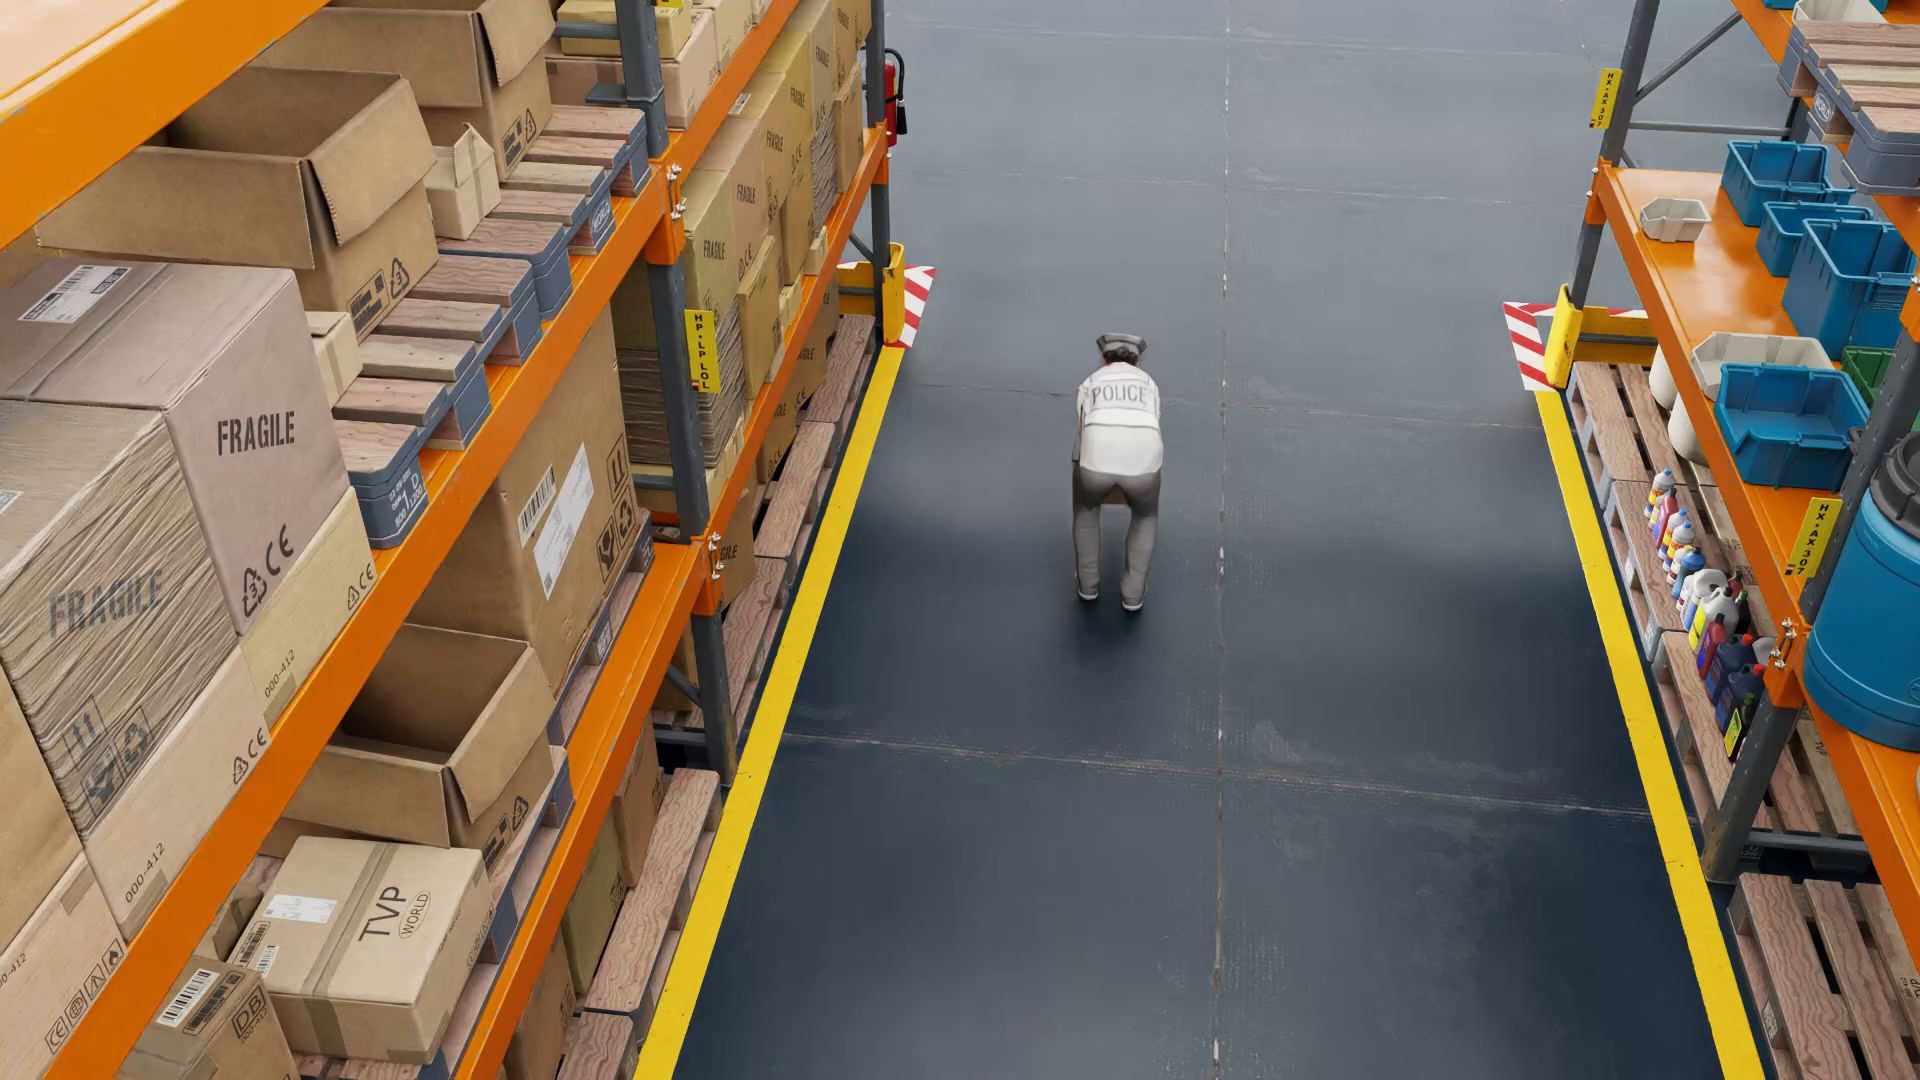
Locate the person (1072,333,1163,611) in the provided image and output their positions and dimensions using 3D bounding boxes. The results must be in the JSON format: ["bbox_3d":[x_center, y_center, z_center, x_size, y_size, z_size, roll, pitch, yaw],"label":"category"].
[{"bbox_3d":[0.745,-0.330,7.931,0.420,1.142,0.938,3,36,4],"label":"person"}]
